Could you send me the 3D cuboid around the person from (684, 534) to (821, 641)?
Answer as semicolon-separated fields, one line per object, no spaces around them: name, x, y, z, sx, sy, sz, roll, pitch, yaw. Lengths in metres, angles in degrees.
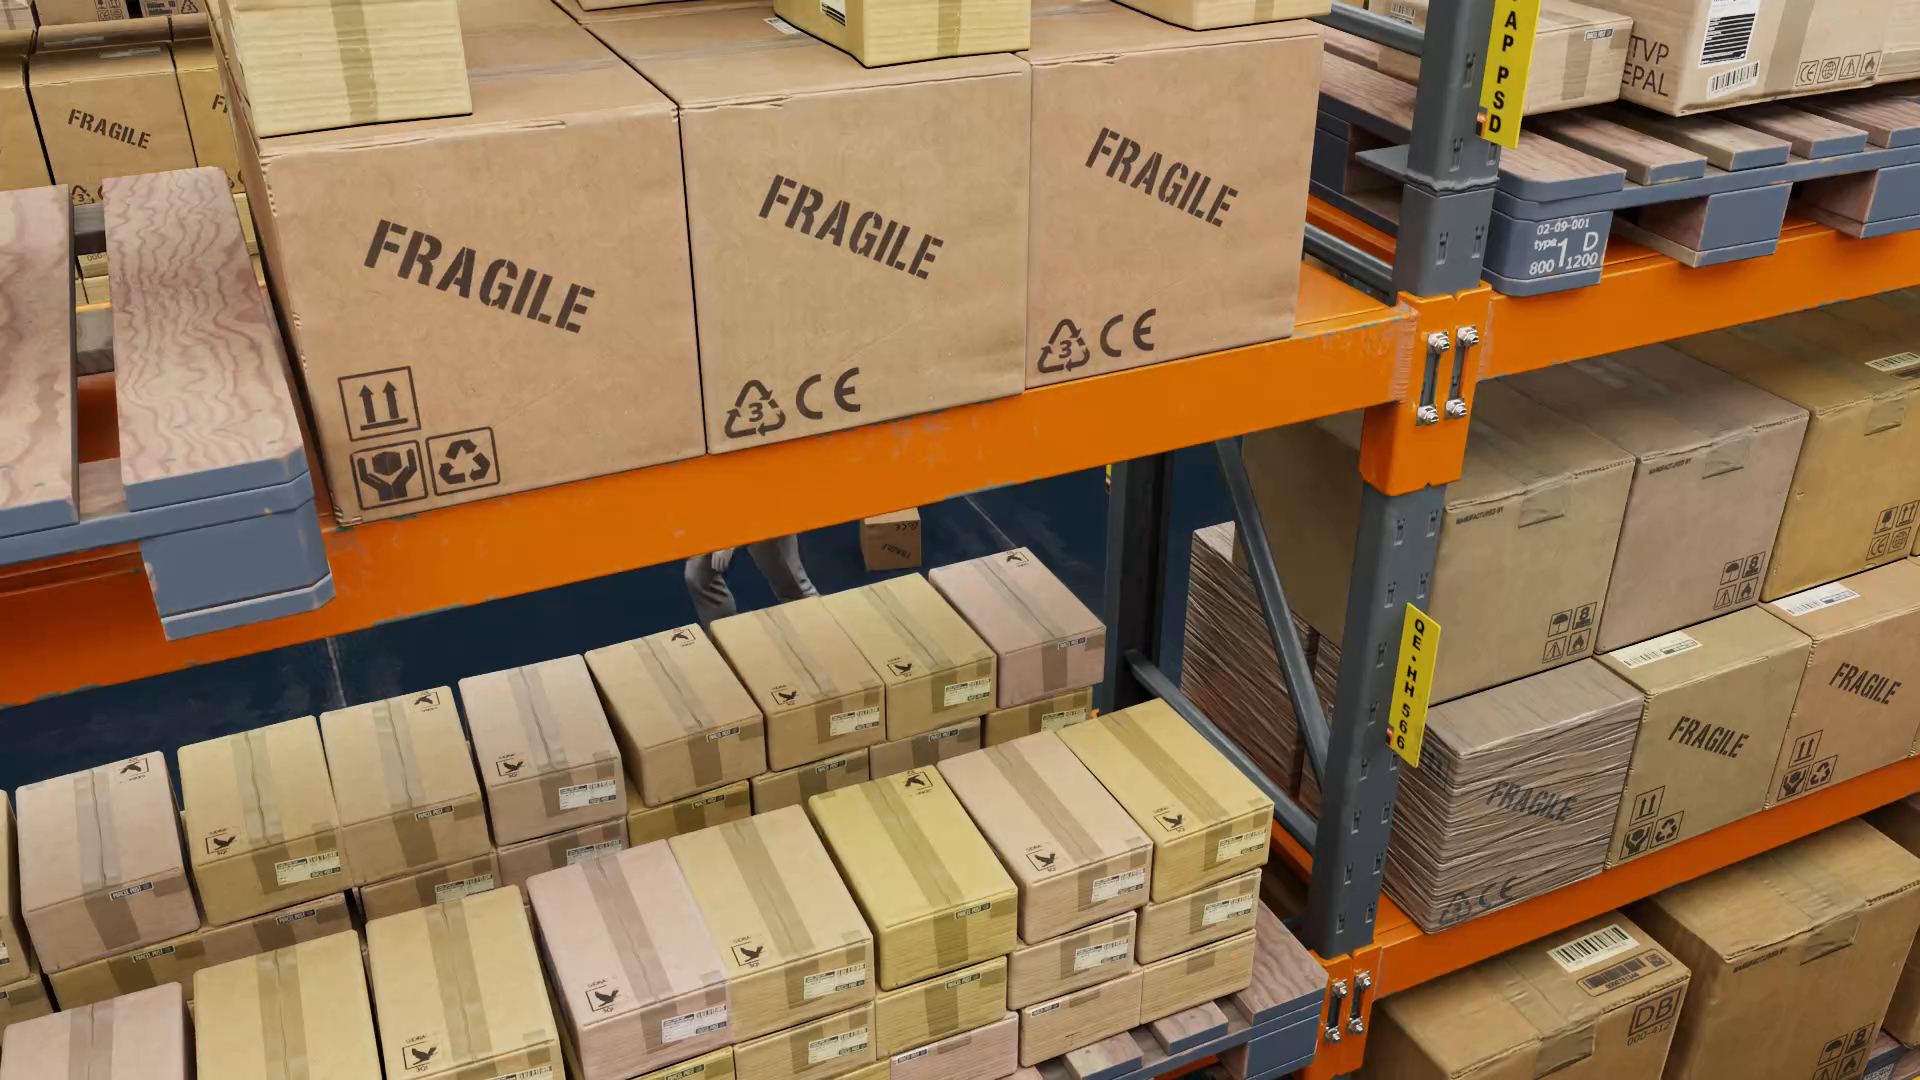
person;-0.777;-0.107;6.346;0.588;1.731;0.507;-15;33;-24
